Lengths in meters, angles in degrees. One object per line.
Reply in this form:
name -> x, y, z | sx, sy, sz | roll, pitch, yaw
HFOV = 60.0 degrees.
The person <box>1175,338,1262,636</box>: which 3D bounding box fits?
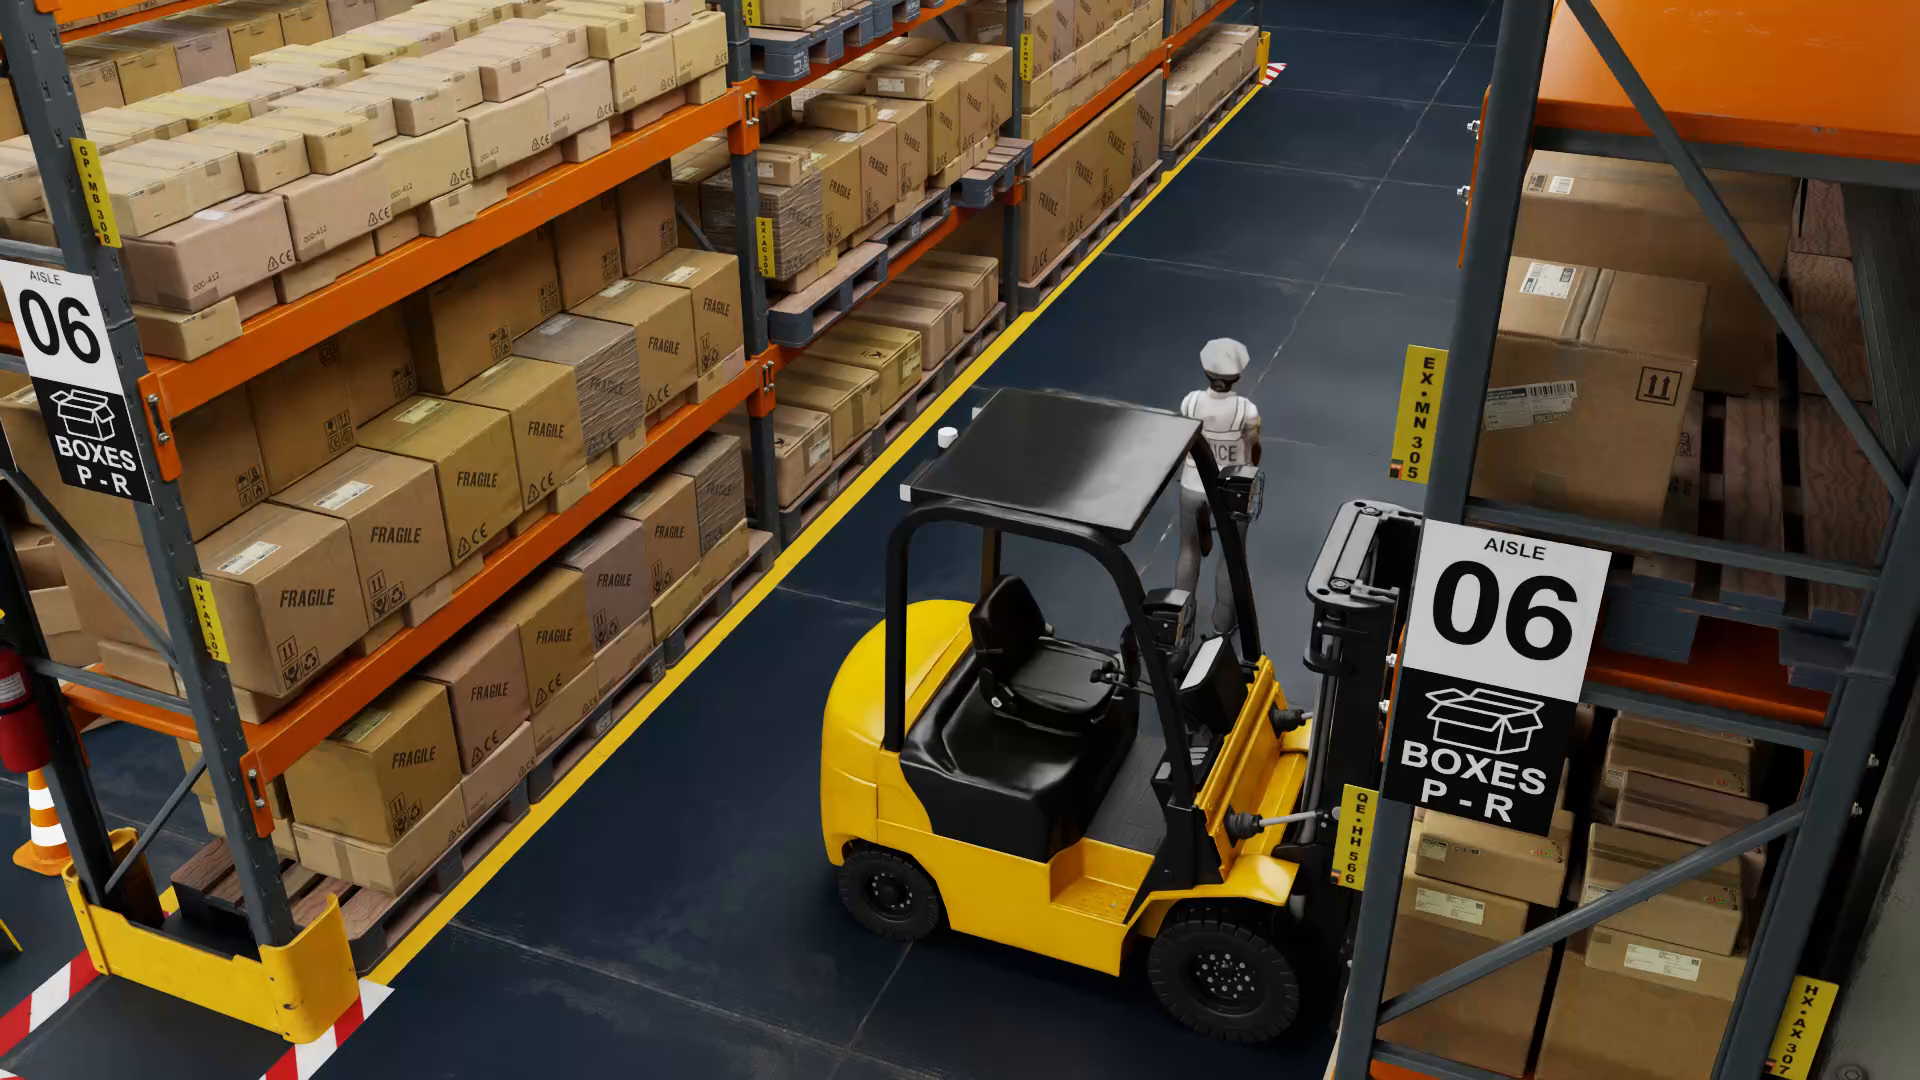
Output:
person -> 1.380, -0.302, 8.900 | 0.423, 1.691, 0.521 | 11, 32, 18
